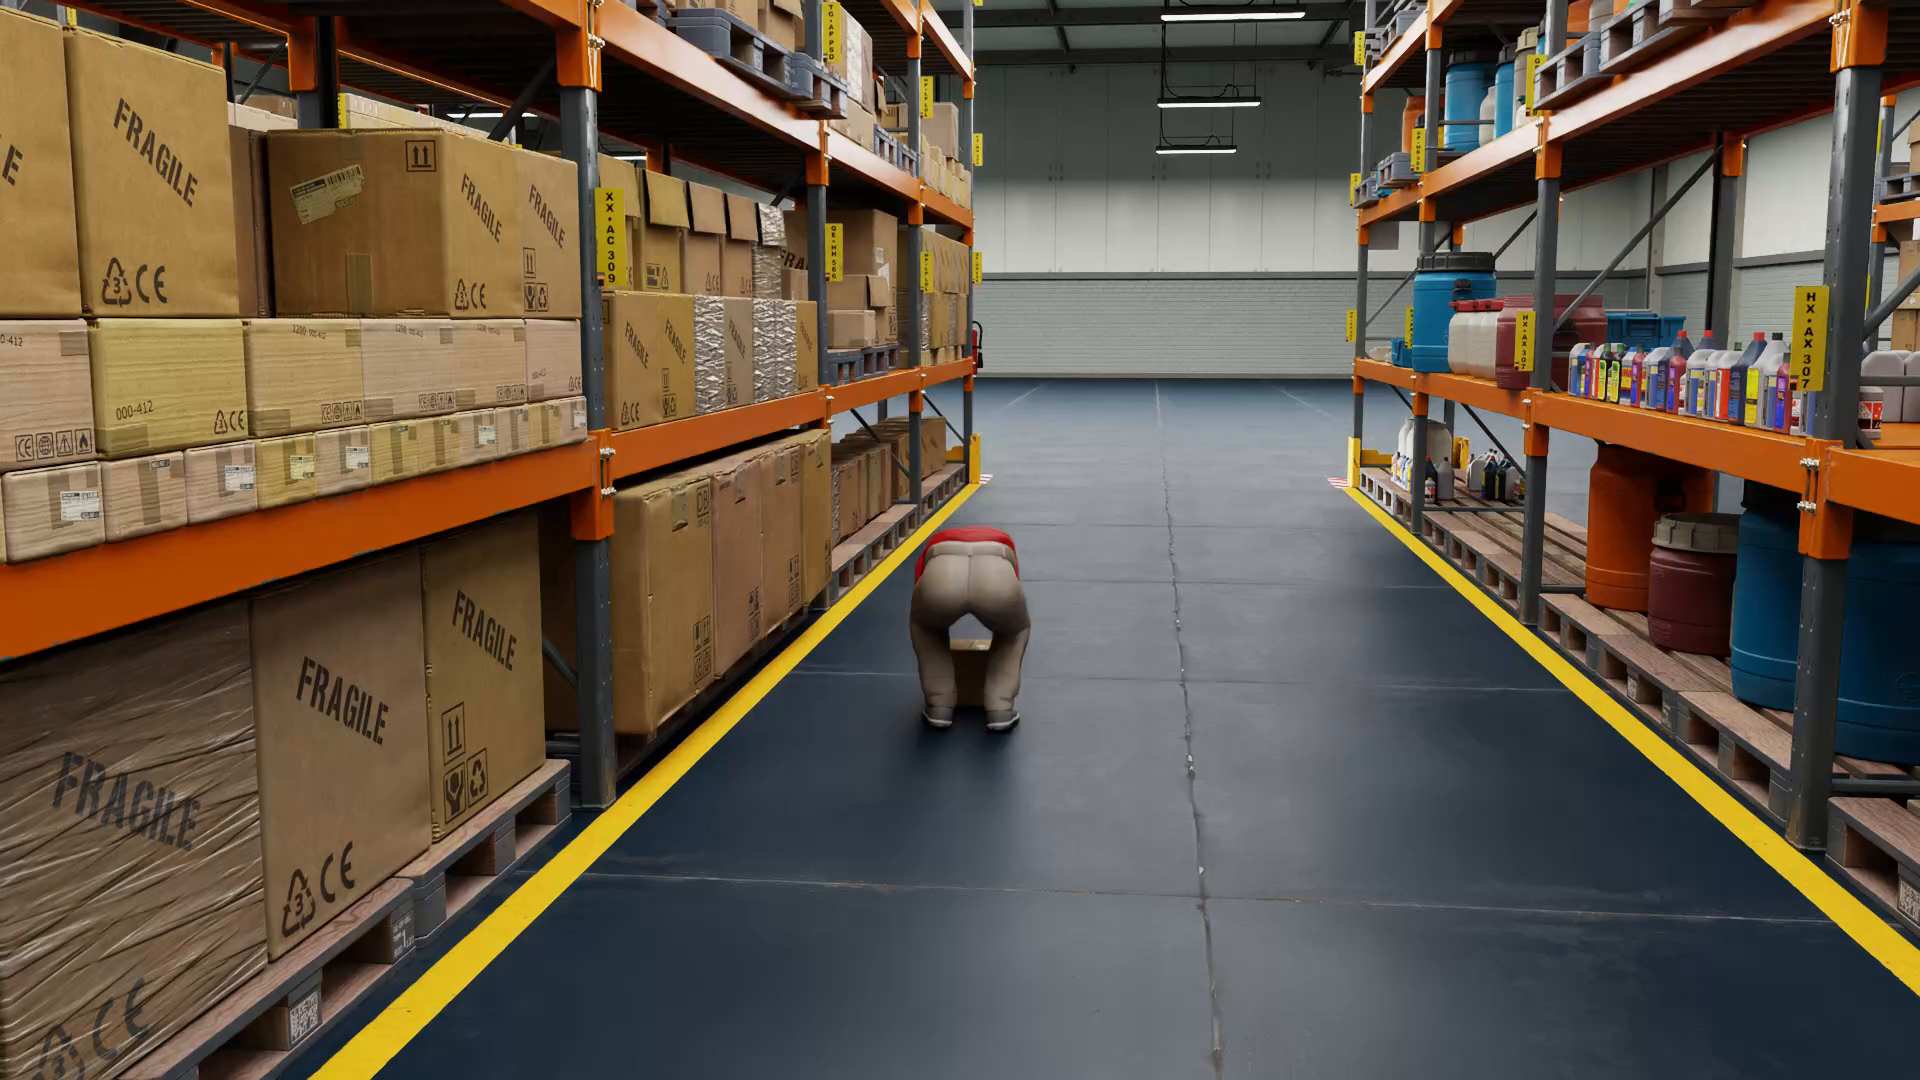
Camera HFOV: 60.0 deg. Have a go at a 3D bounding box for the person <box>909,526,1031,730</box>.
[{"bbox_3d":[0.043,0.351,7.144,0.528,0.859,0.956,0,8,2],"label":"person"}]
